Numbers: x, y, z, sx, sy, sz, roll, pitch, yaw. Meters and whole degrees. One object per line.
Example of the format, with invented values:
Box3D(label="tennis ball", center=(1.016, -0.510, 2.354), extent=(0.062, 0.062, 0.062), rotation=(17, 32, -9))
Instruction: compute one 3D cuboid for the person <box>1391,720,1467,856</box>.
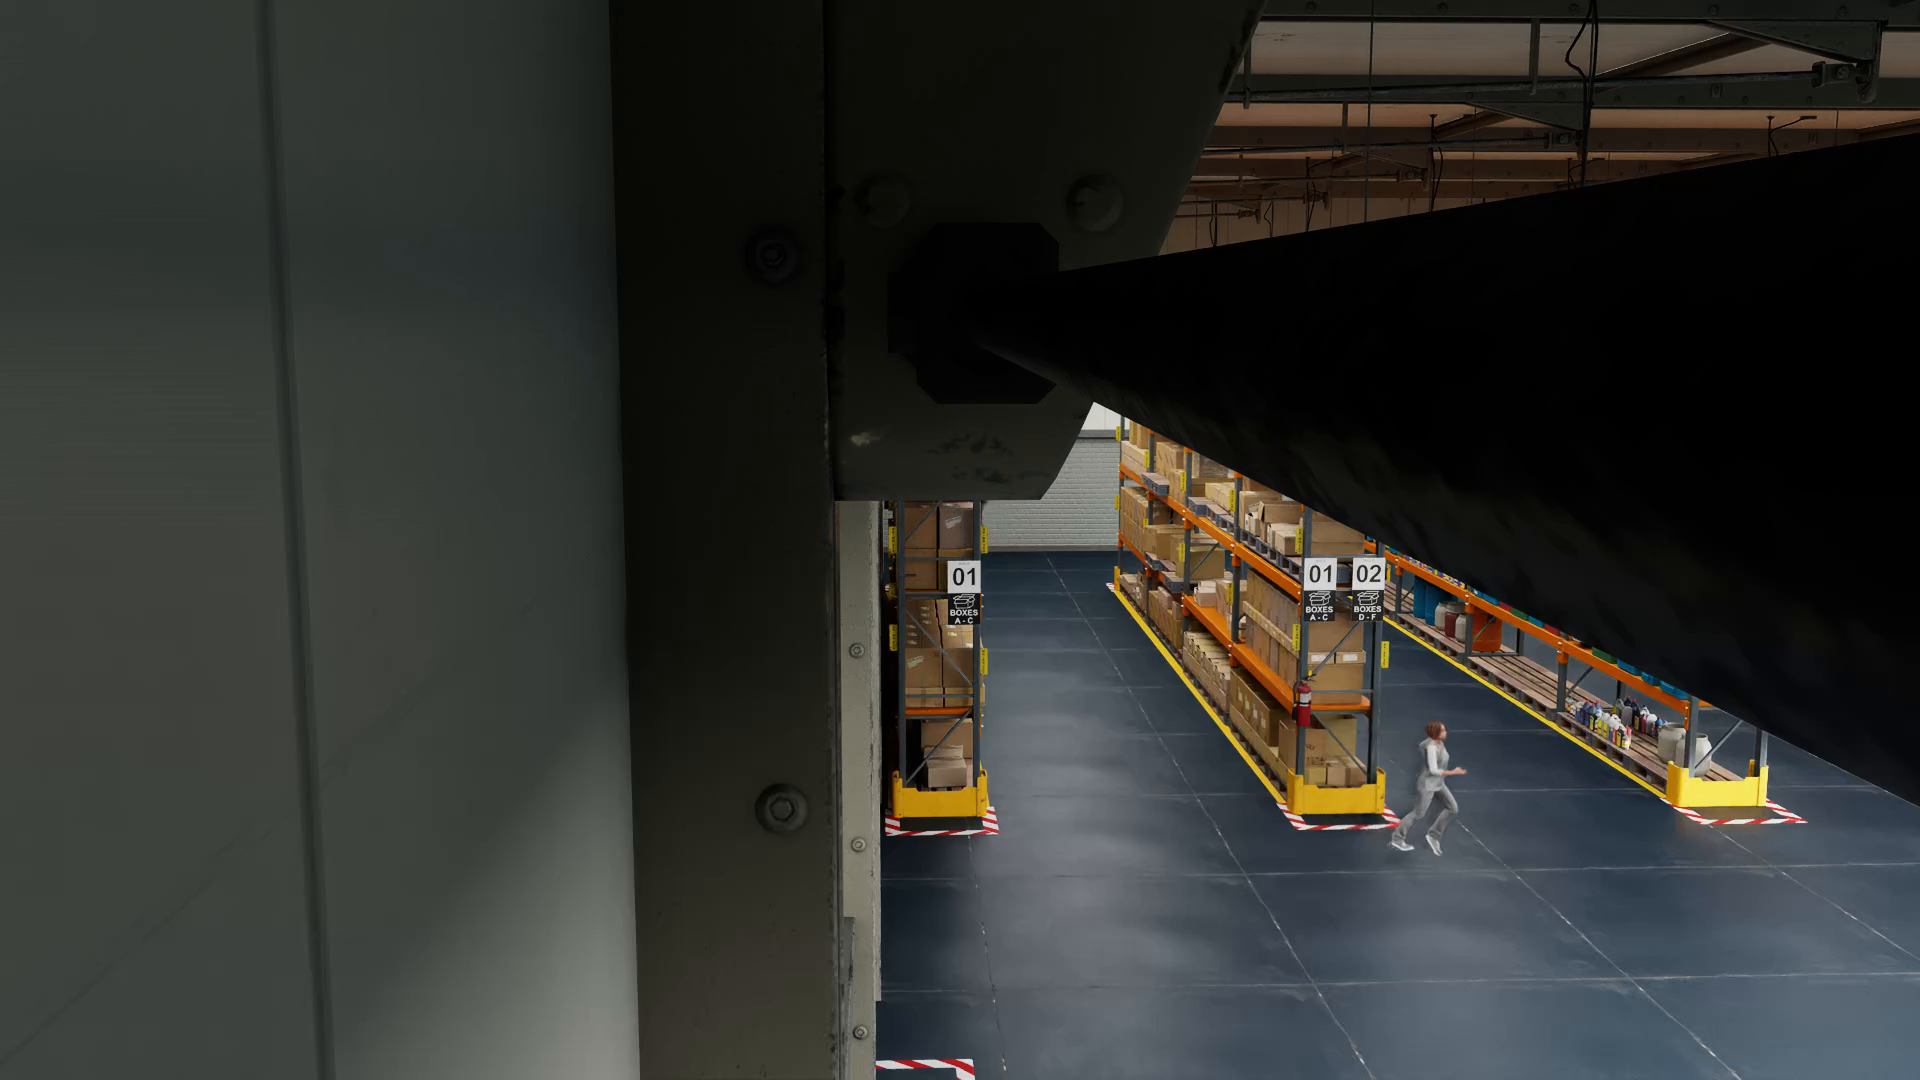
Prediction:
Box3D(label="person", center=(5.366, 2.816, 18.940), extent=(0.808, 1.589, 0.551), rotation=(5, 10, 32))
